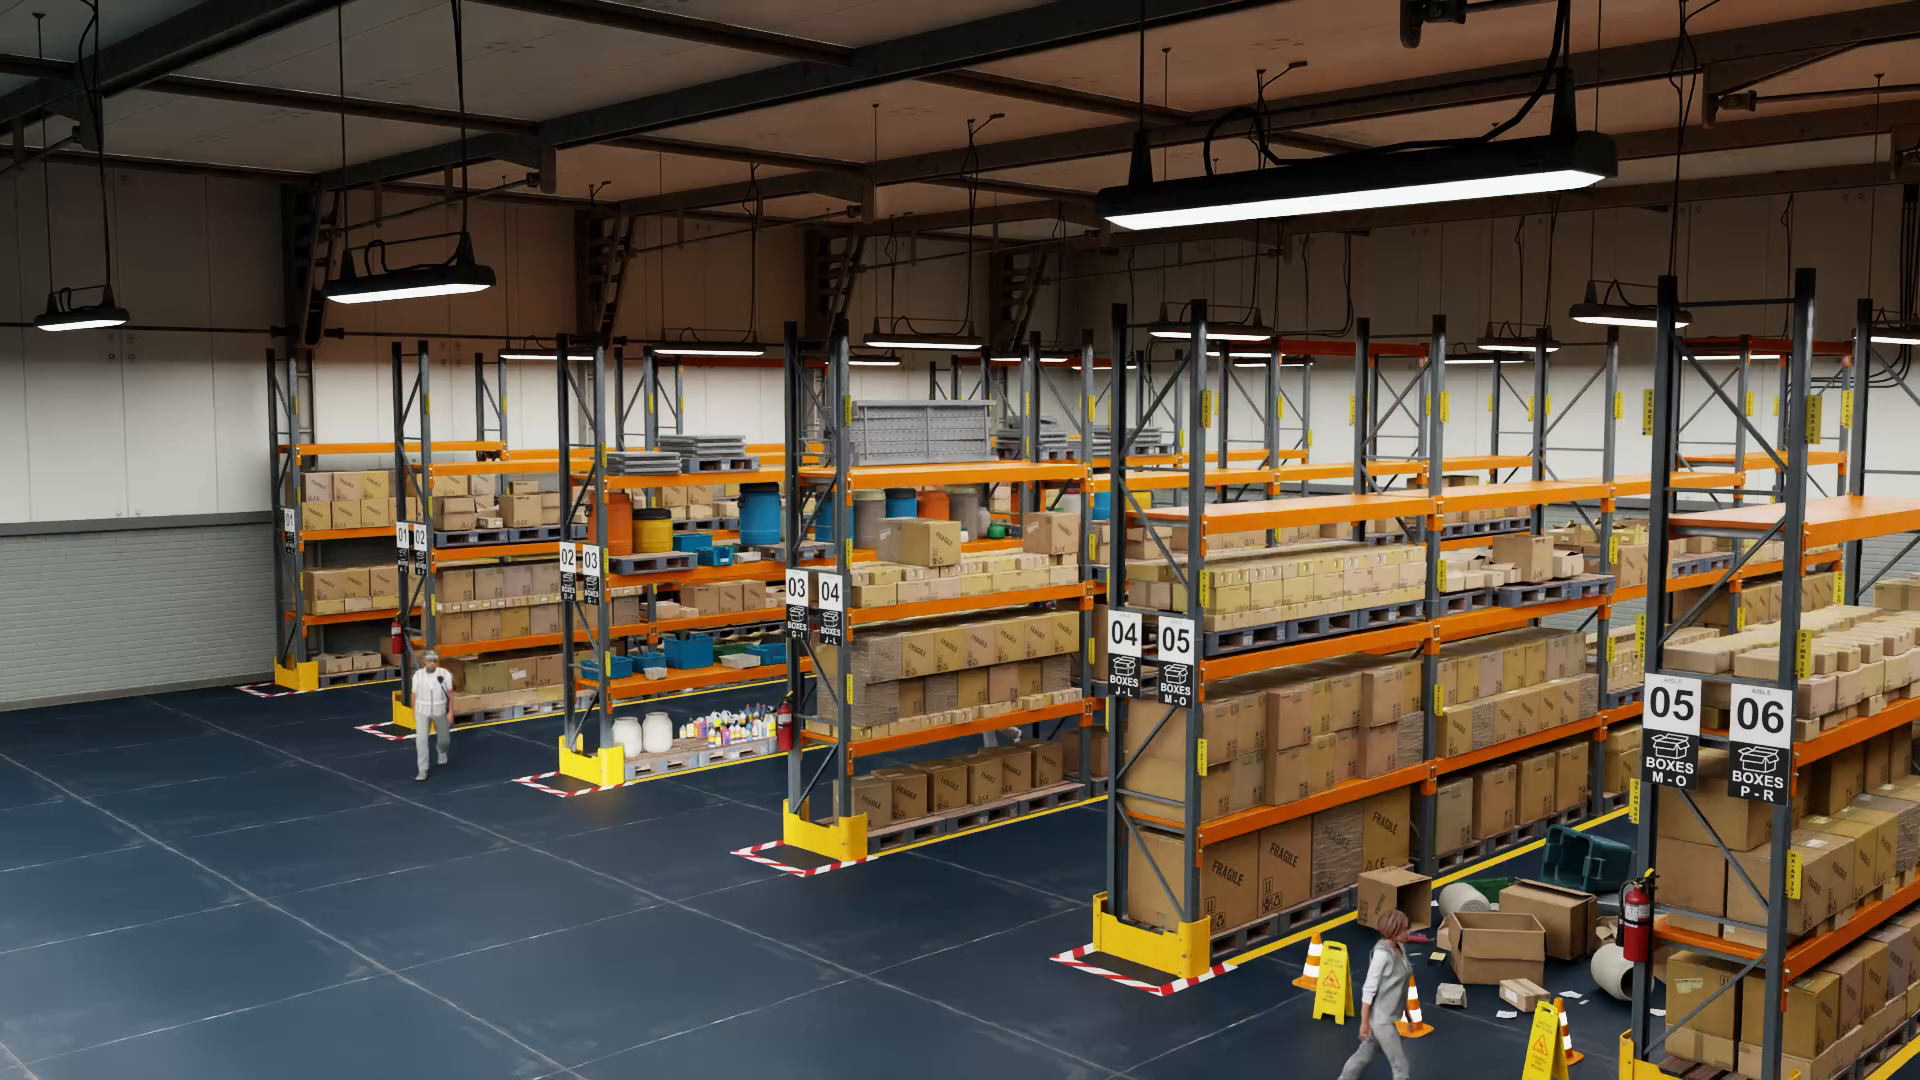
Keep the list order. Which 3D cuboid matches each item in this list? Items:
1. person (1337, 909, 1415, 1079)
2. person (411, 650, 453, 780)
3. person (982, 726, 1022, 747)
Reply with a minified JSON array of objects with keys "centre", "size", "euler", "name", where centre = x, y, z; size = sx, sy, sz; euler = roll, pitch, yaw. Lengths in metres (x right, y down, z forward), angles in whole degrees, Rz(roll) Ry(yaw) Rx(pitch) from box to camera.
[{"centre":[3.033,3.359,11.679],"size":[0.864,1.549,0.454],"euler":[2,5,25],"name":"person"},{"centre":[-7.222,2.334,22.767],"size":[0.549,1.710,1.018],"euler":[-2,5,-20],"name":"person"},{"centre":[0.556,2.278,24.091],"size":[0.647,1.626,0.498],"euler":[-2,5,-20],"name":"person"}]
